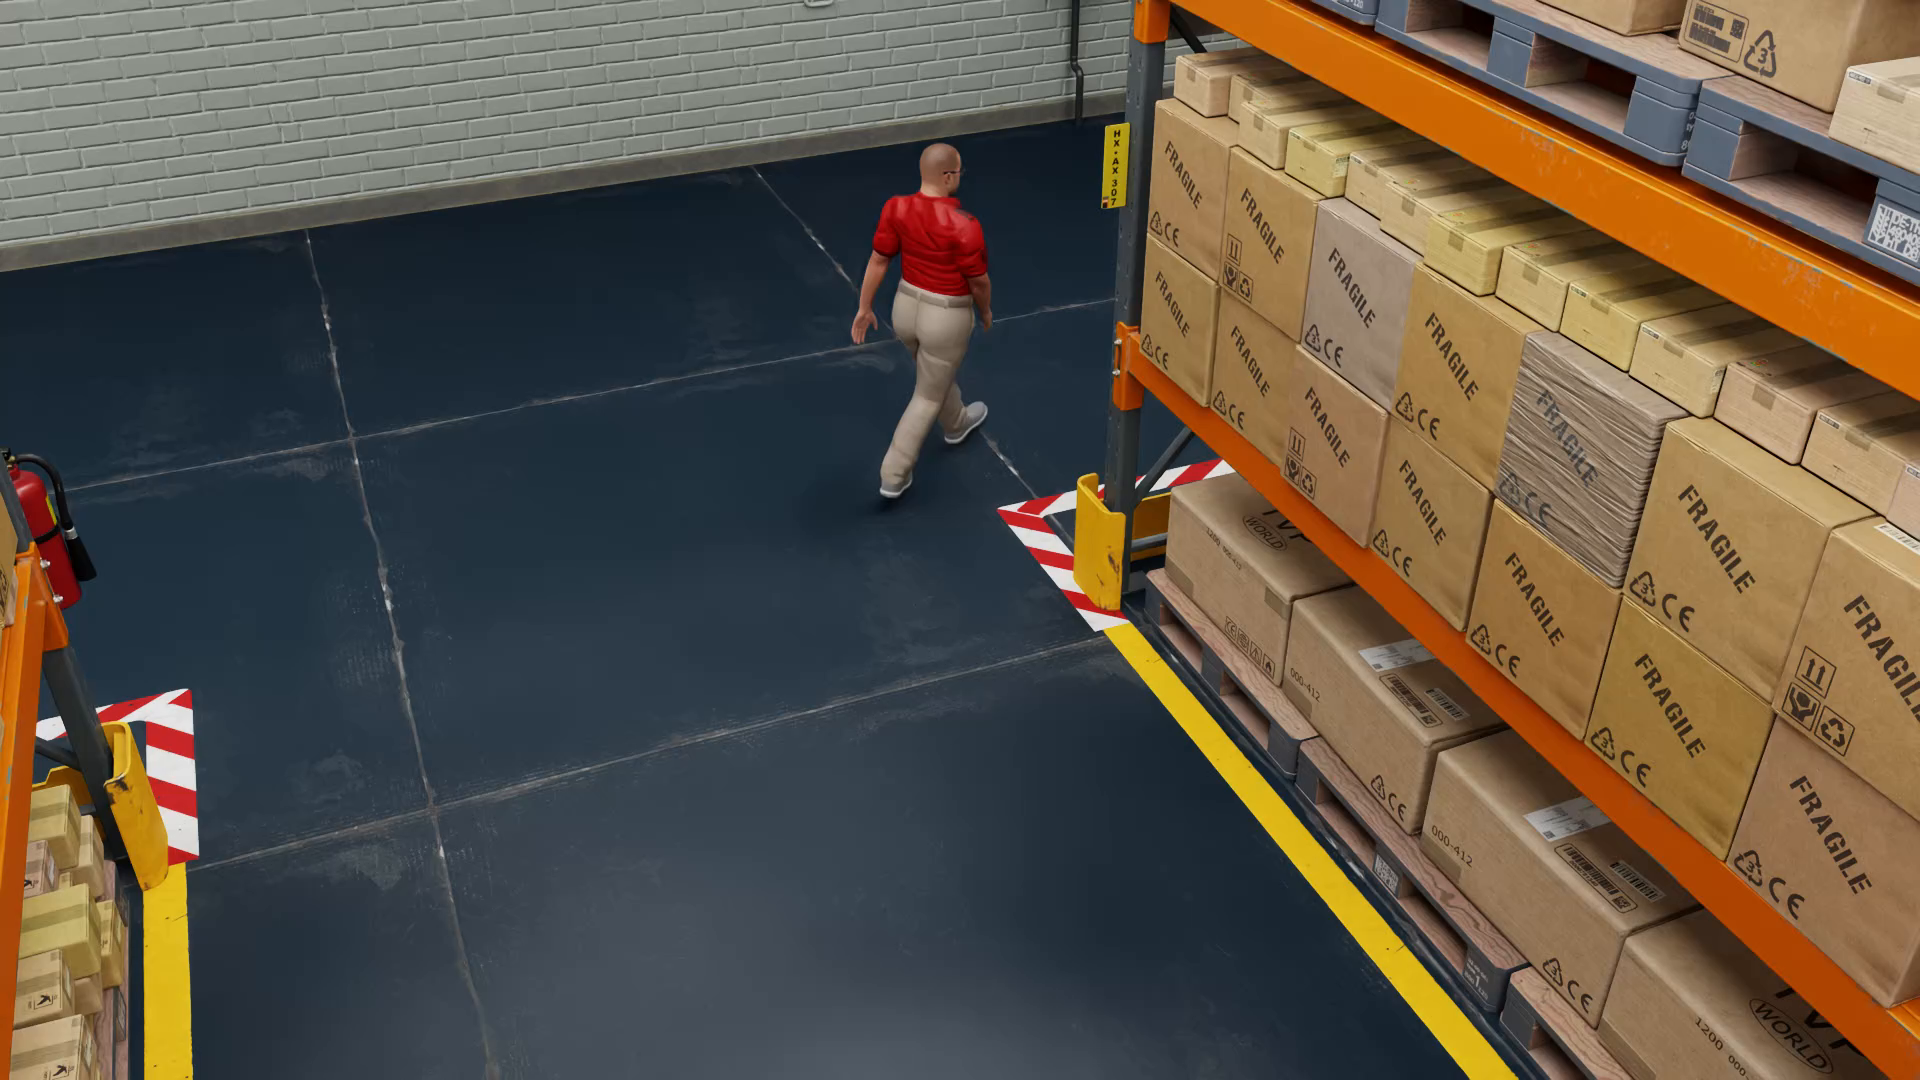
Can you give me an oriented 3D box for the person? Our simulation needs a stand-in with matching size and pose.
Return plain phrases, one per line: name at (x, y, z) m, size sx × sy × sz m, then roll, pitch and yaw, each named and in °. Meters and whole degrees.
person at (-0.101, -1.083, 7.803) m, size 0.623 × 1.668 × 0.984 m, roll 23°, pitch 39°, yaw 30°
